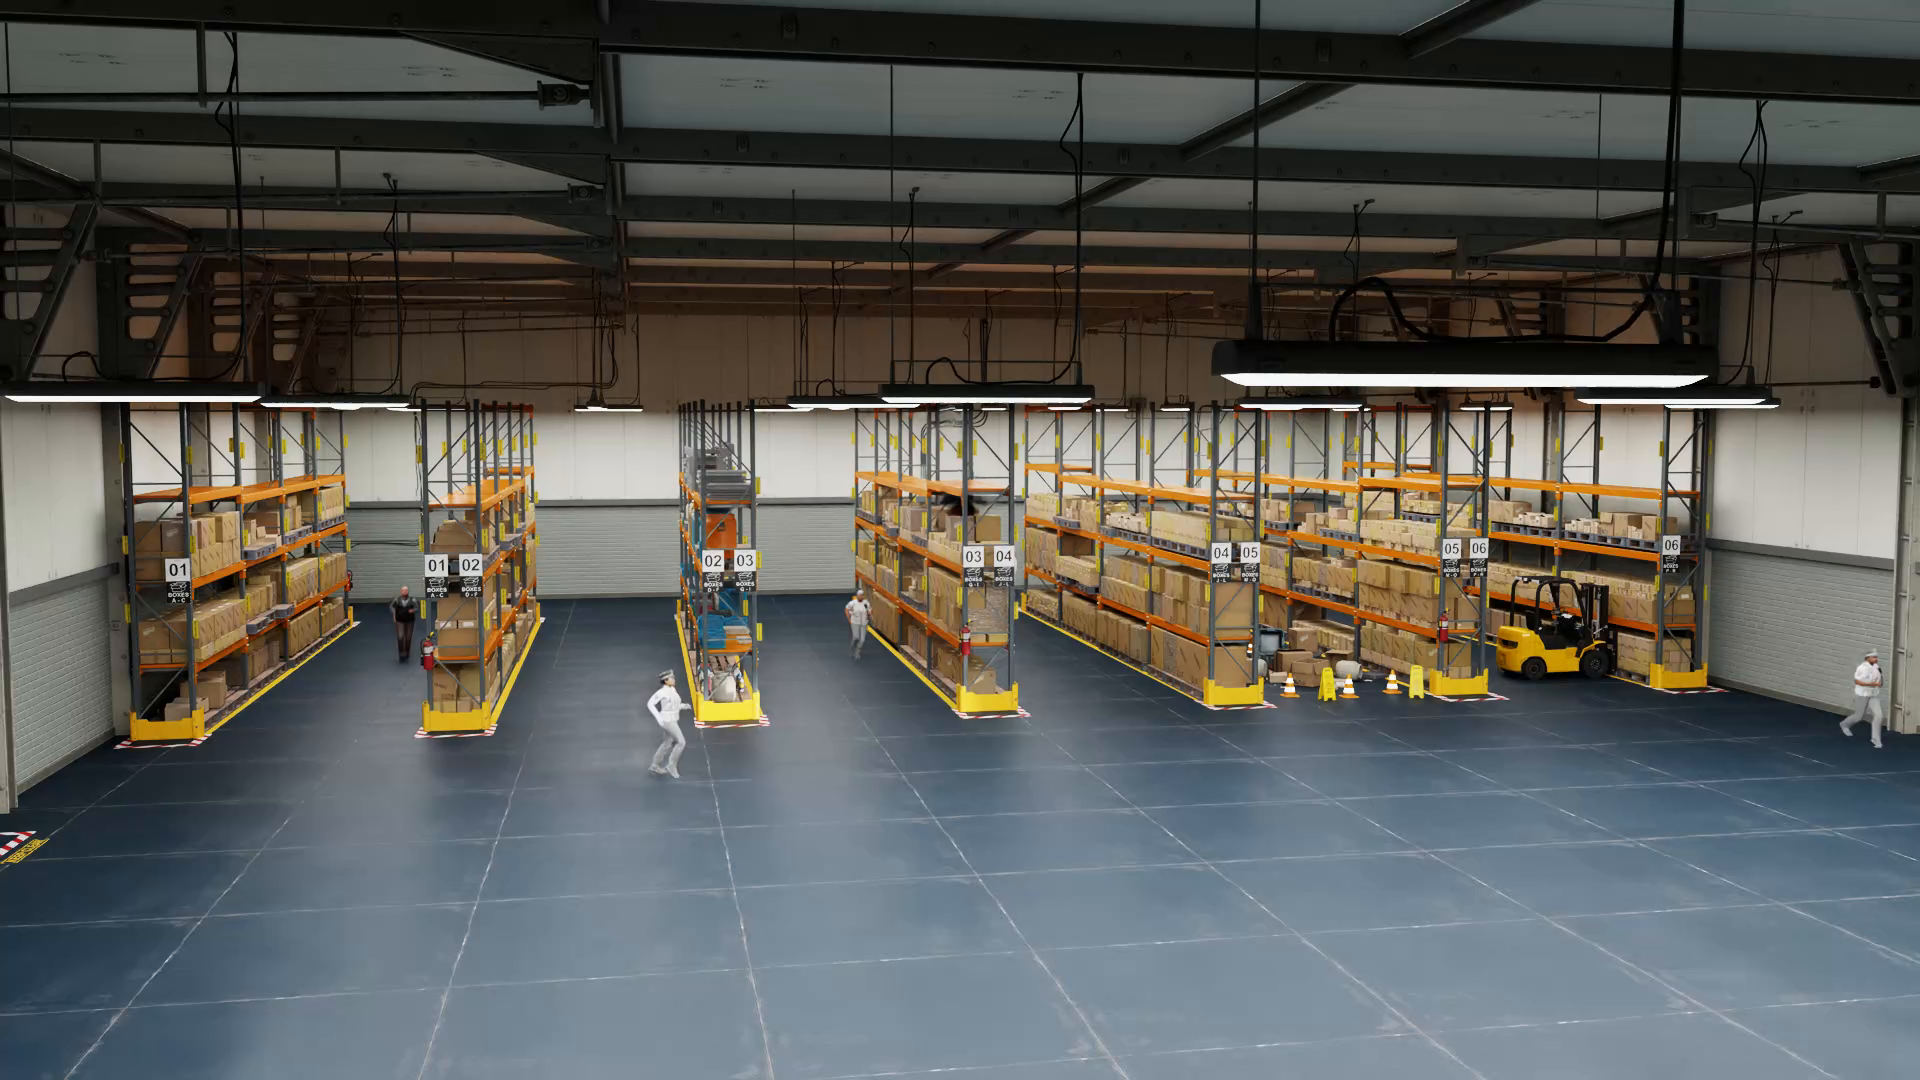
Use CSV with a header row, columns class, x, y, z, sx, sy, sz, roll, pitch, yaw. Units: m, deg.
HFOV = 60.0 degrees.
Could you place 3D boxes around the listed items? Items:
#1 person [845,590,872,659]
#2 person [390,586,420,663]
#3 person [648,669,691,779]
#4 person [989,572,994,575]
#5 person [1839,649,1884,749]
class,x,y,z,sx,sy,sz,roll,pitch,yaw
person,-2.344,1.977,38.865,0.604,1.624,0.587,-1,5,-19
person,-12.874,1.961,38.602,0.638,1.784,0.781,-2,5,-22
person,-4.582,2.901,26.244,0.713,1.730,0.579,1,4,8
person,0.953,1.163,49.466,0.738,1.703,0.754,-2,5,-20
person,15.711,2.732,28.890,0.593,1.737,0.910,-1,4,-17
